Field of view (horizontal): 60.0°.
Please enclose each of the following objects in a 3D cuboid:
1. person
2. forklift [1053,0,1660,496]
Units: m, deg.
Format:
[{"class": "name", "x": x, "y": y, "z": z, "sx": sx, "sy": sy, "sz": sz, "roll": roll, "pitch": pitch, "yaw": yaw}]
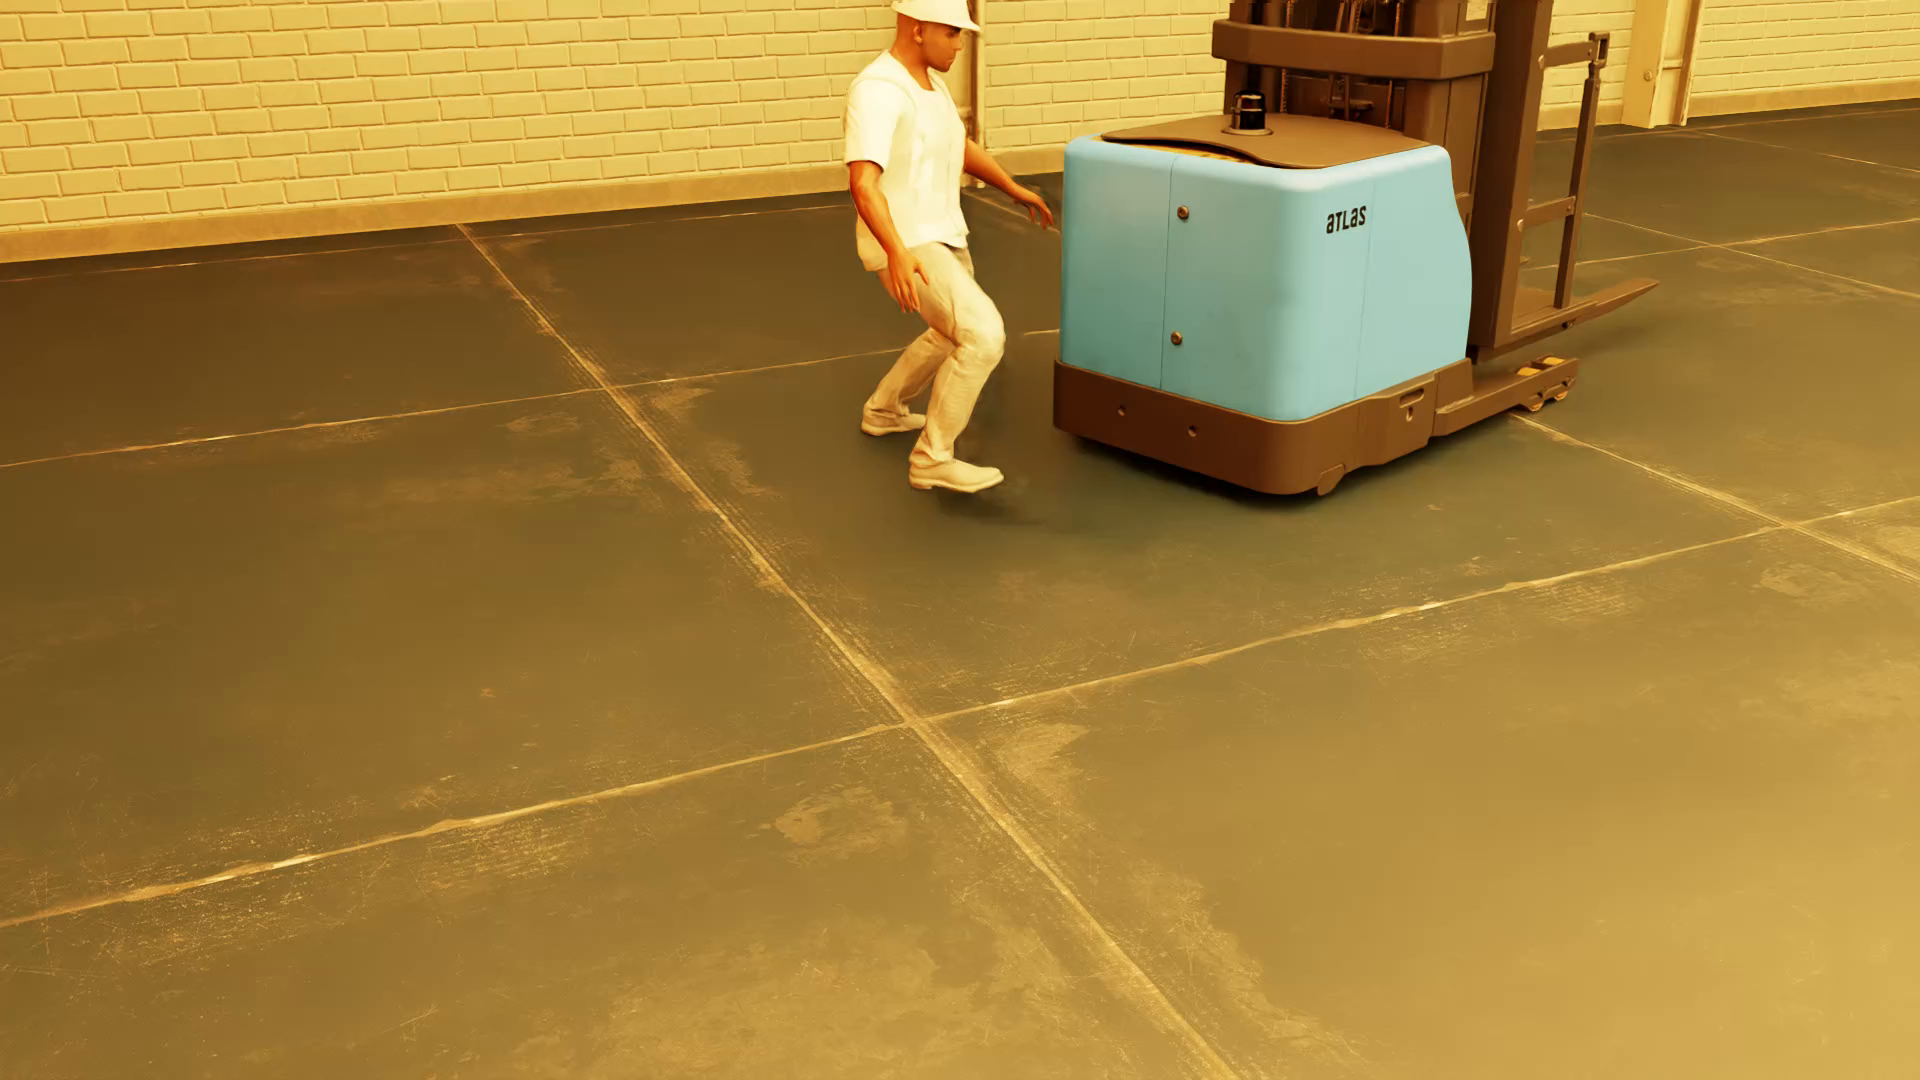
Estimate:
[{"class": "person", "x": -0.085, "y": -1.011, "z": 5.475, "sx": 0.719, "sy": 1.632, "sz": 1.020, "roll": 8, "pitch": 24, "yaw": 18}, {"class": "forklift", "x": 1.735, "y": -1.963, "z": 6.012, "sx": 3.031, "sy": 2.935, "sz": 1.130, "roll": -21, "pitch": 30, "yaw": -40}]
